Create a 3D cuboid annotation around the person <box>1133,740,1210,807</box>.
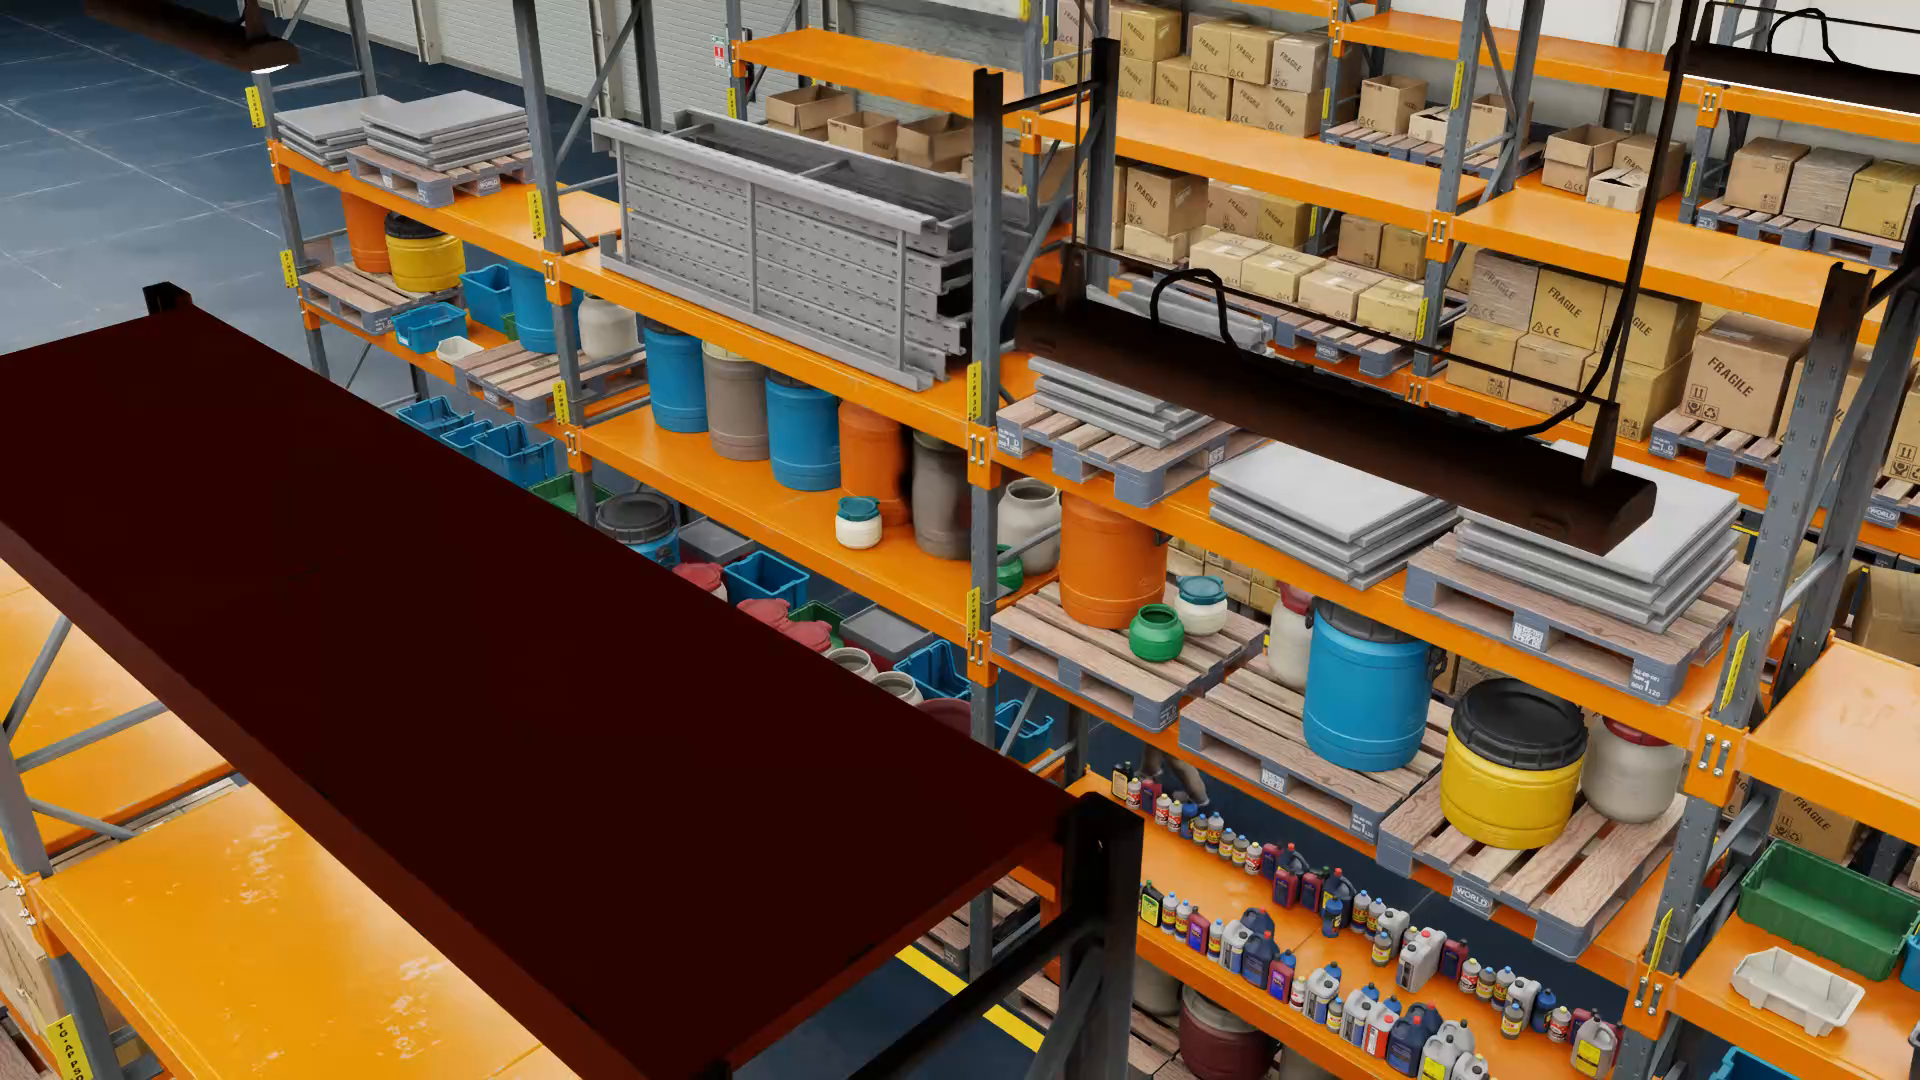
[{"bbox_3d":[1.550,1.233,12.317,0.817,1.801,0.642,18,34,29],"label":"person"}]
